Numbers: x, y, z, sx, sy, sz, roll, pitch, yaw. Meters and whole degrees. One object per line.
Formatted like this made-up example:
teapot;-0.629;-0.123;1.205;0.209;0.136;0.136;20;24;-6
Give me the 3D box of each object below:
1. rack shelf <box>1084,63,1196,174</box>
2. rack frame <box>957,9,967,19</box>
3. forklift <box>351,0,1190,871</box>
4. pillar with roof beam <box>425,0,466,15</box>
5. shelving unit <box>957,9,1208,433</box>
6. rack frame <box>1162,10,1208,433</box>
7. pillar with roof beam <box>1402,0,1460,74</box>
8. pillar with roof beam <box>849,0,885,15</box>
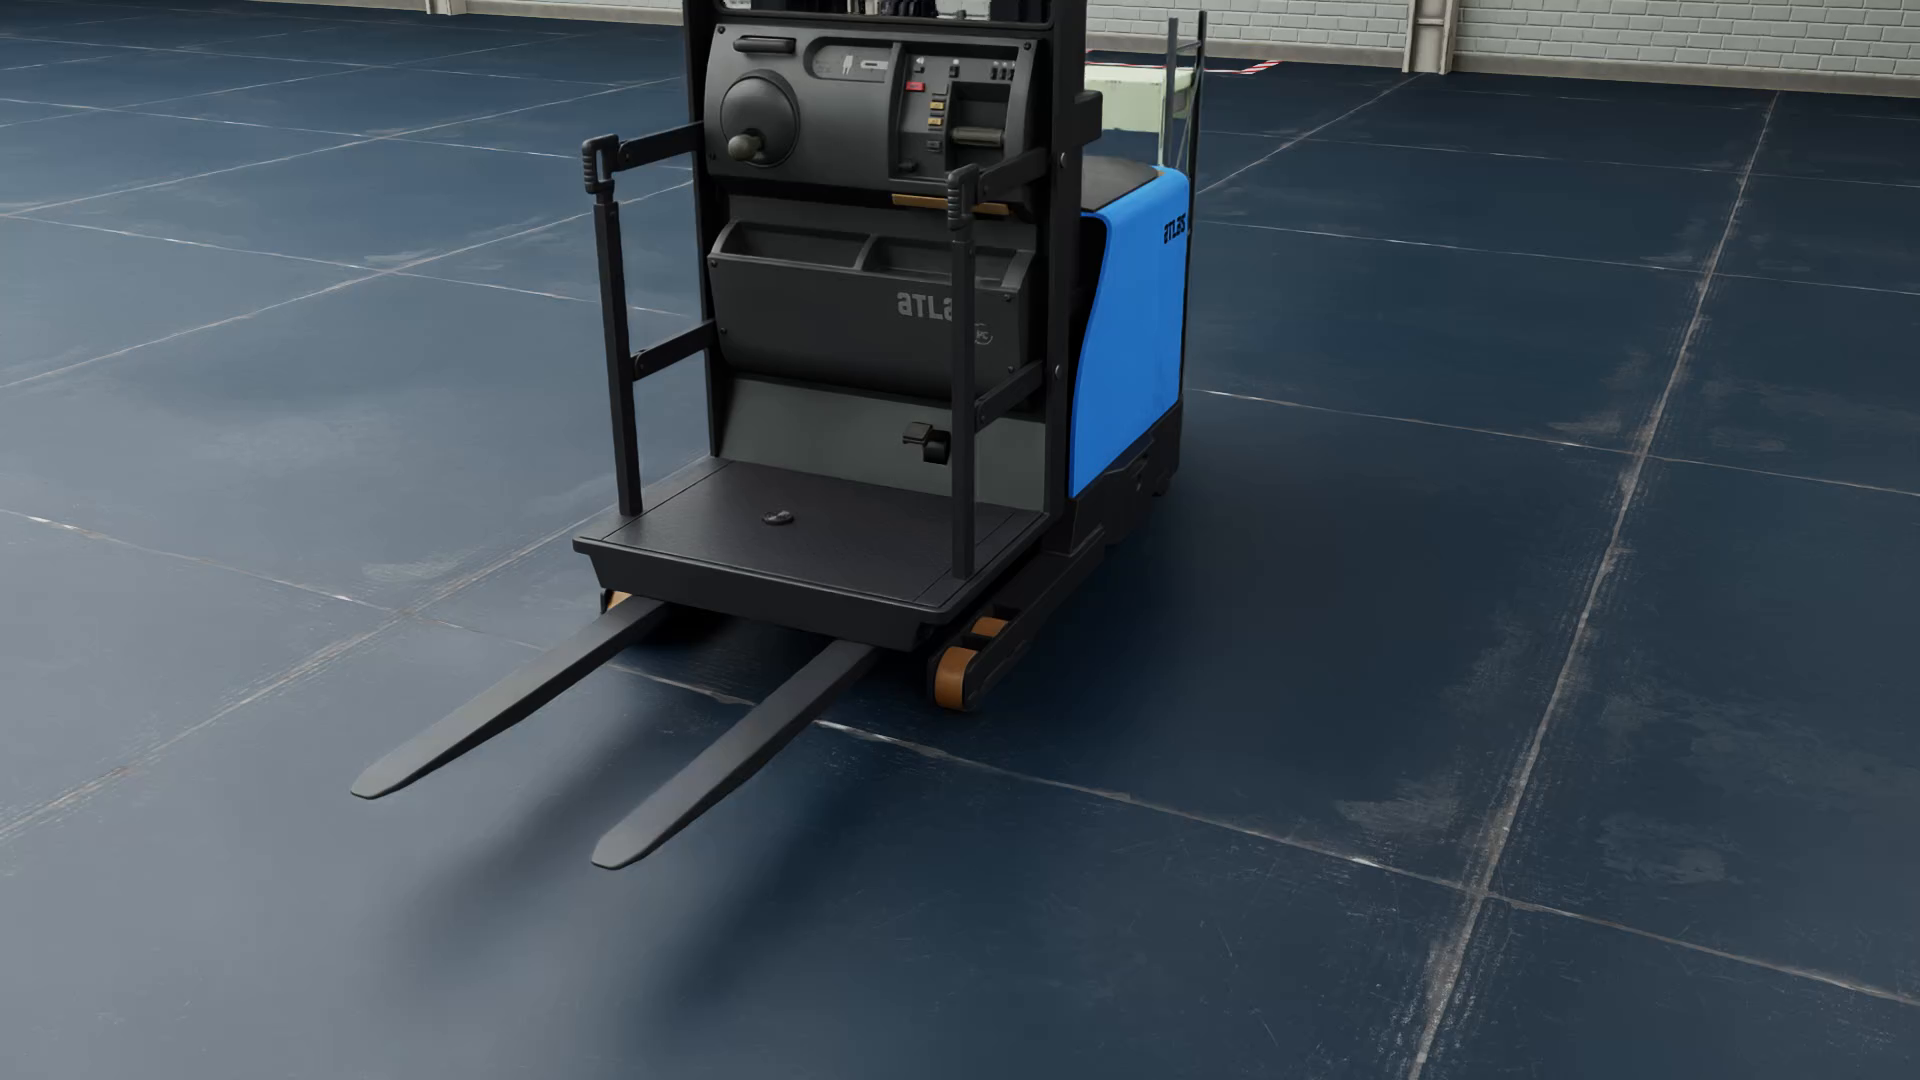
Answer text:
rack shelf;0.411;-1.450;5.731;0.720;0.370;0.431;9;23;21
rack frame;0.070;-1.143;6.004;0.023;1.500;0.400;9;23;21
forklift;-0.331;-1.104;4.102;1.130;2.935;3.031;10;25;23
pillar with roof beam;-8.278;-9.148;15.263;0.400;9.000;9.100;11;25;25
shelving unit;0.407;-1.087;5.874;0.755;1.500;0.431;9;23;21
rack frame;0.745;-1.032;5.744;0.023;1.500;0.400;9;23;21
pillar with roof beam;2.431;-7.029;10.280;0.400;9.000;9.100;11;25;25
pillar with roof beam;-2.923;-8.089;12.772;0.400;9.000;9.100;11;25;25
